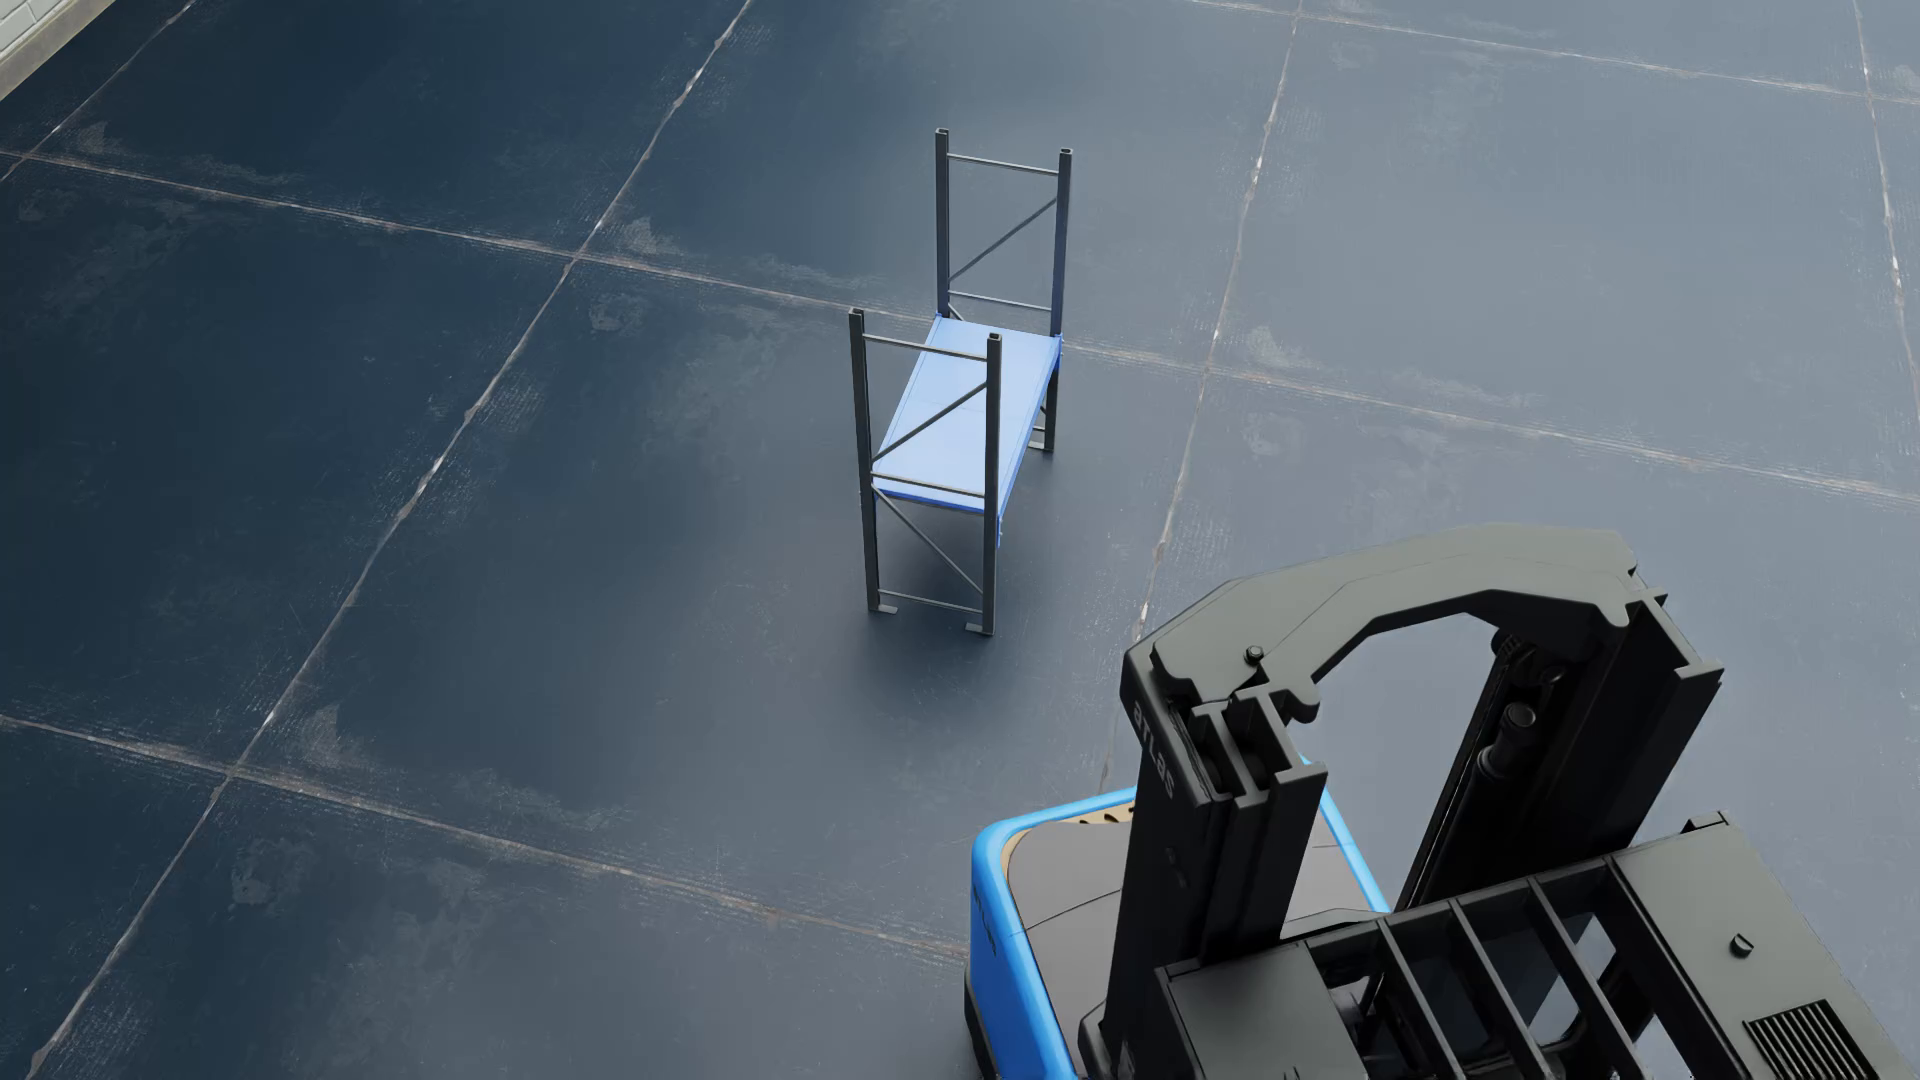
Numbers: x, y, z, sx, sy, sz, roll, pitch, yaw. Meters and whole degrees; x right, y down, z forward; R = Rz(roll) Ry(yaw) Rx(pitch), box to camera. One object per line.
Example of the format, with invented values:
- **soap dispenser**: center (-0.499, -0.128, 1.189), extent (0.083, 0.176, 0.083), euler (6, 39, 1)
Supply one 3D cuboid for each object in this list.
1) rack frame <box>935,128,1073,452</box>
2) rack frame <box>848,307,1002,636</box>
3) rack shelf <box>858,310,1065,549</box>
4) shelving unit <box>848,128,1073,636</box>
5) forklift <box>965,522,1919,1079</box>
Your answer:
- **rack frame**: center (0.156, -0.926, 6.486), extent (0.500, 1.500, 0.032), euler (12, 50, 10)
- **rack frame**: center (-0.111, -0.190, 5.836), extent (0.500, 1.500, 0.032), euler (12, 50, 10)
- **rack shelf**: center (0.022, -0.439, 6.296), extent (0.538, 0.185, 1.000), euler (12, 50, 10)
- **shelving unit**: center (0.022, -0.558, 6.161), extent (0.538, 1.500, 1.048), euler (12, 50, 10)
- **forklift**: center (0.923, 1.488, 3.401), extent (1.130, 2.935, 3.031), euler (-13, 50, -11)
